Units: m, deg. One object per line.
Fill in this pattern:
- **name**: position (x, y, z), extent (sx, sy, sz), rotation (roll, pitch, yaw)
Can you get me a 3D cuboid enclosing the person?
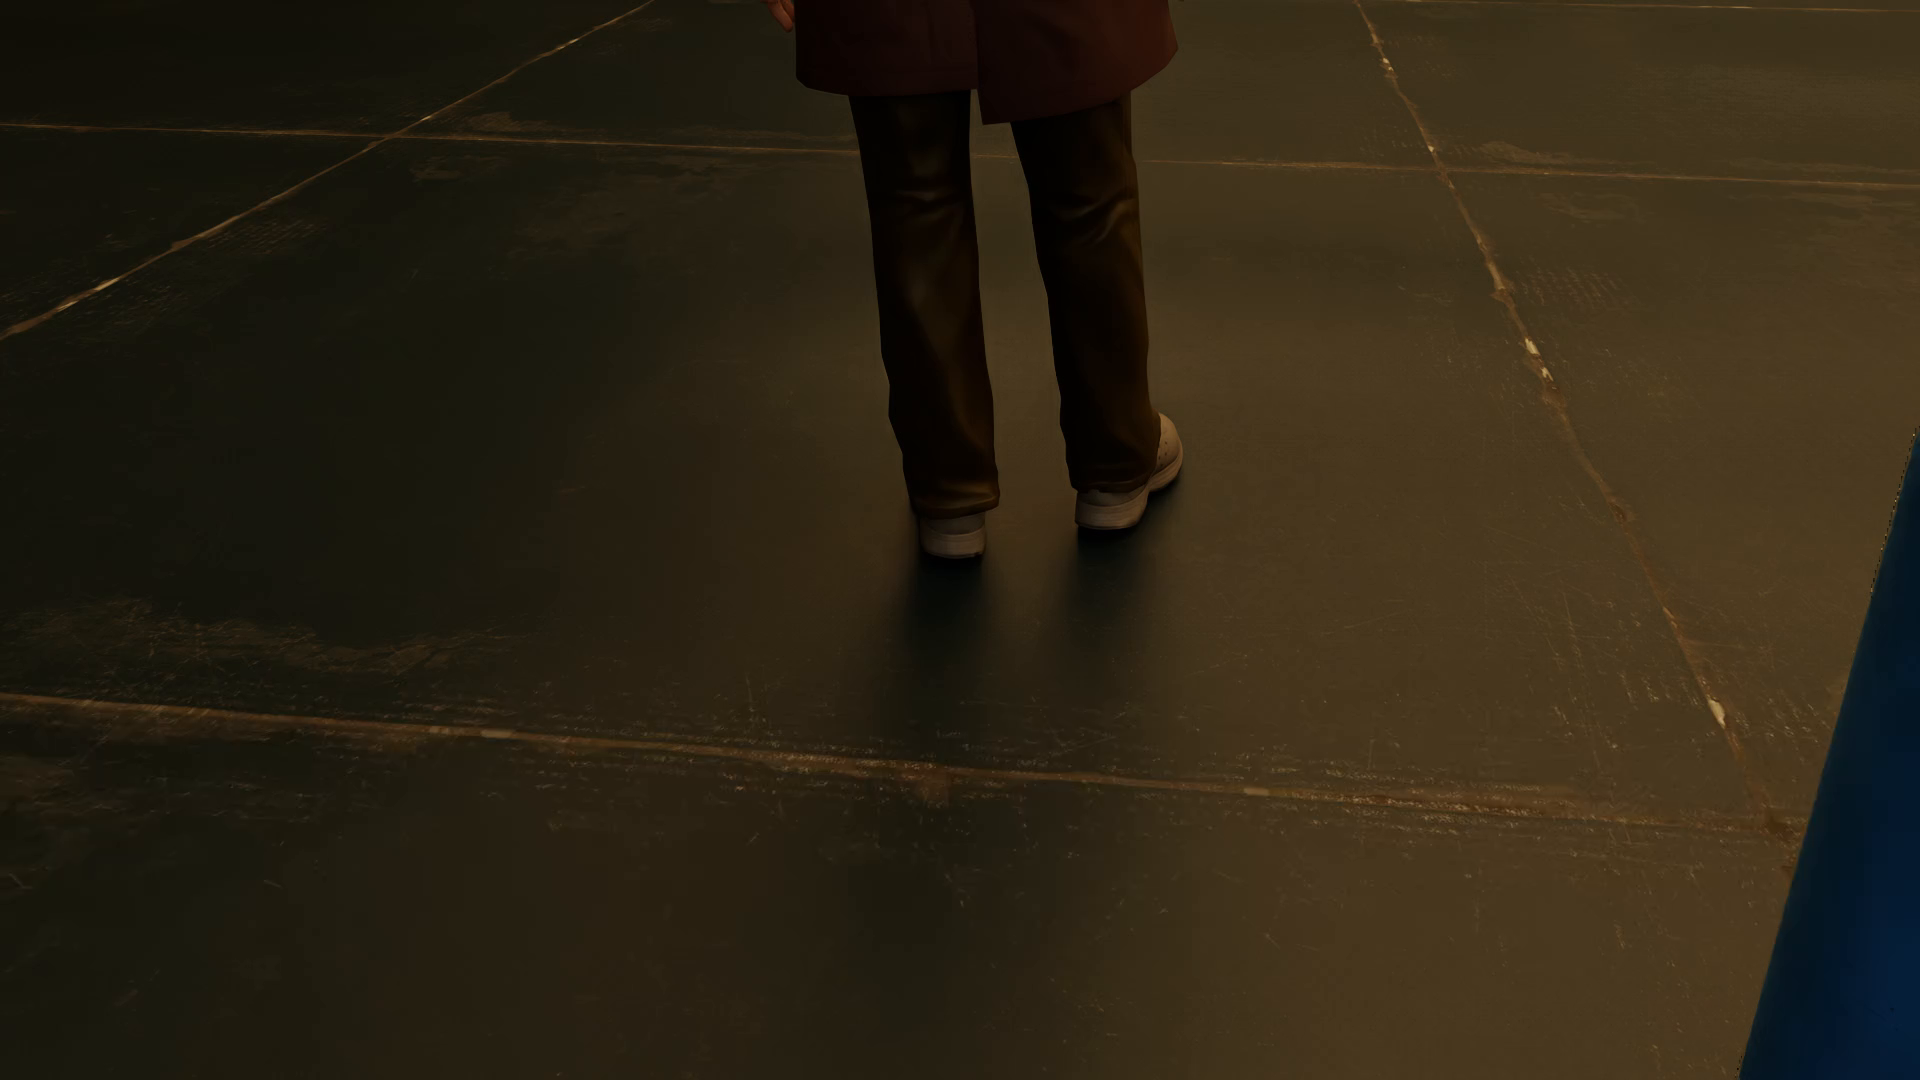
- **person**: position (0.017, -0.842, 2.180), extent (0.694, 1.776, 0.582), rotation (3, 27, 7)
